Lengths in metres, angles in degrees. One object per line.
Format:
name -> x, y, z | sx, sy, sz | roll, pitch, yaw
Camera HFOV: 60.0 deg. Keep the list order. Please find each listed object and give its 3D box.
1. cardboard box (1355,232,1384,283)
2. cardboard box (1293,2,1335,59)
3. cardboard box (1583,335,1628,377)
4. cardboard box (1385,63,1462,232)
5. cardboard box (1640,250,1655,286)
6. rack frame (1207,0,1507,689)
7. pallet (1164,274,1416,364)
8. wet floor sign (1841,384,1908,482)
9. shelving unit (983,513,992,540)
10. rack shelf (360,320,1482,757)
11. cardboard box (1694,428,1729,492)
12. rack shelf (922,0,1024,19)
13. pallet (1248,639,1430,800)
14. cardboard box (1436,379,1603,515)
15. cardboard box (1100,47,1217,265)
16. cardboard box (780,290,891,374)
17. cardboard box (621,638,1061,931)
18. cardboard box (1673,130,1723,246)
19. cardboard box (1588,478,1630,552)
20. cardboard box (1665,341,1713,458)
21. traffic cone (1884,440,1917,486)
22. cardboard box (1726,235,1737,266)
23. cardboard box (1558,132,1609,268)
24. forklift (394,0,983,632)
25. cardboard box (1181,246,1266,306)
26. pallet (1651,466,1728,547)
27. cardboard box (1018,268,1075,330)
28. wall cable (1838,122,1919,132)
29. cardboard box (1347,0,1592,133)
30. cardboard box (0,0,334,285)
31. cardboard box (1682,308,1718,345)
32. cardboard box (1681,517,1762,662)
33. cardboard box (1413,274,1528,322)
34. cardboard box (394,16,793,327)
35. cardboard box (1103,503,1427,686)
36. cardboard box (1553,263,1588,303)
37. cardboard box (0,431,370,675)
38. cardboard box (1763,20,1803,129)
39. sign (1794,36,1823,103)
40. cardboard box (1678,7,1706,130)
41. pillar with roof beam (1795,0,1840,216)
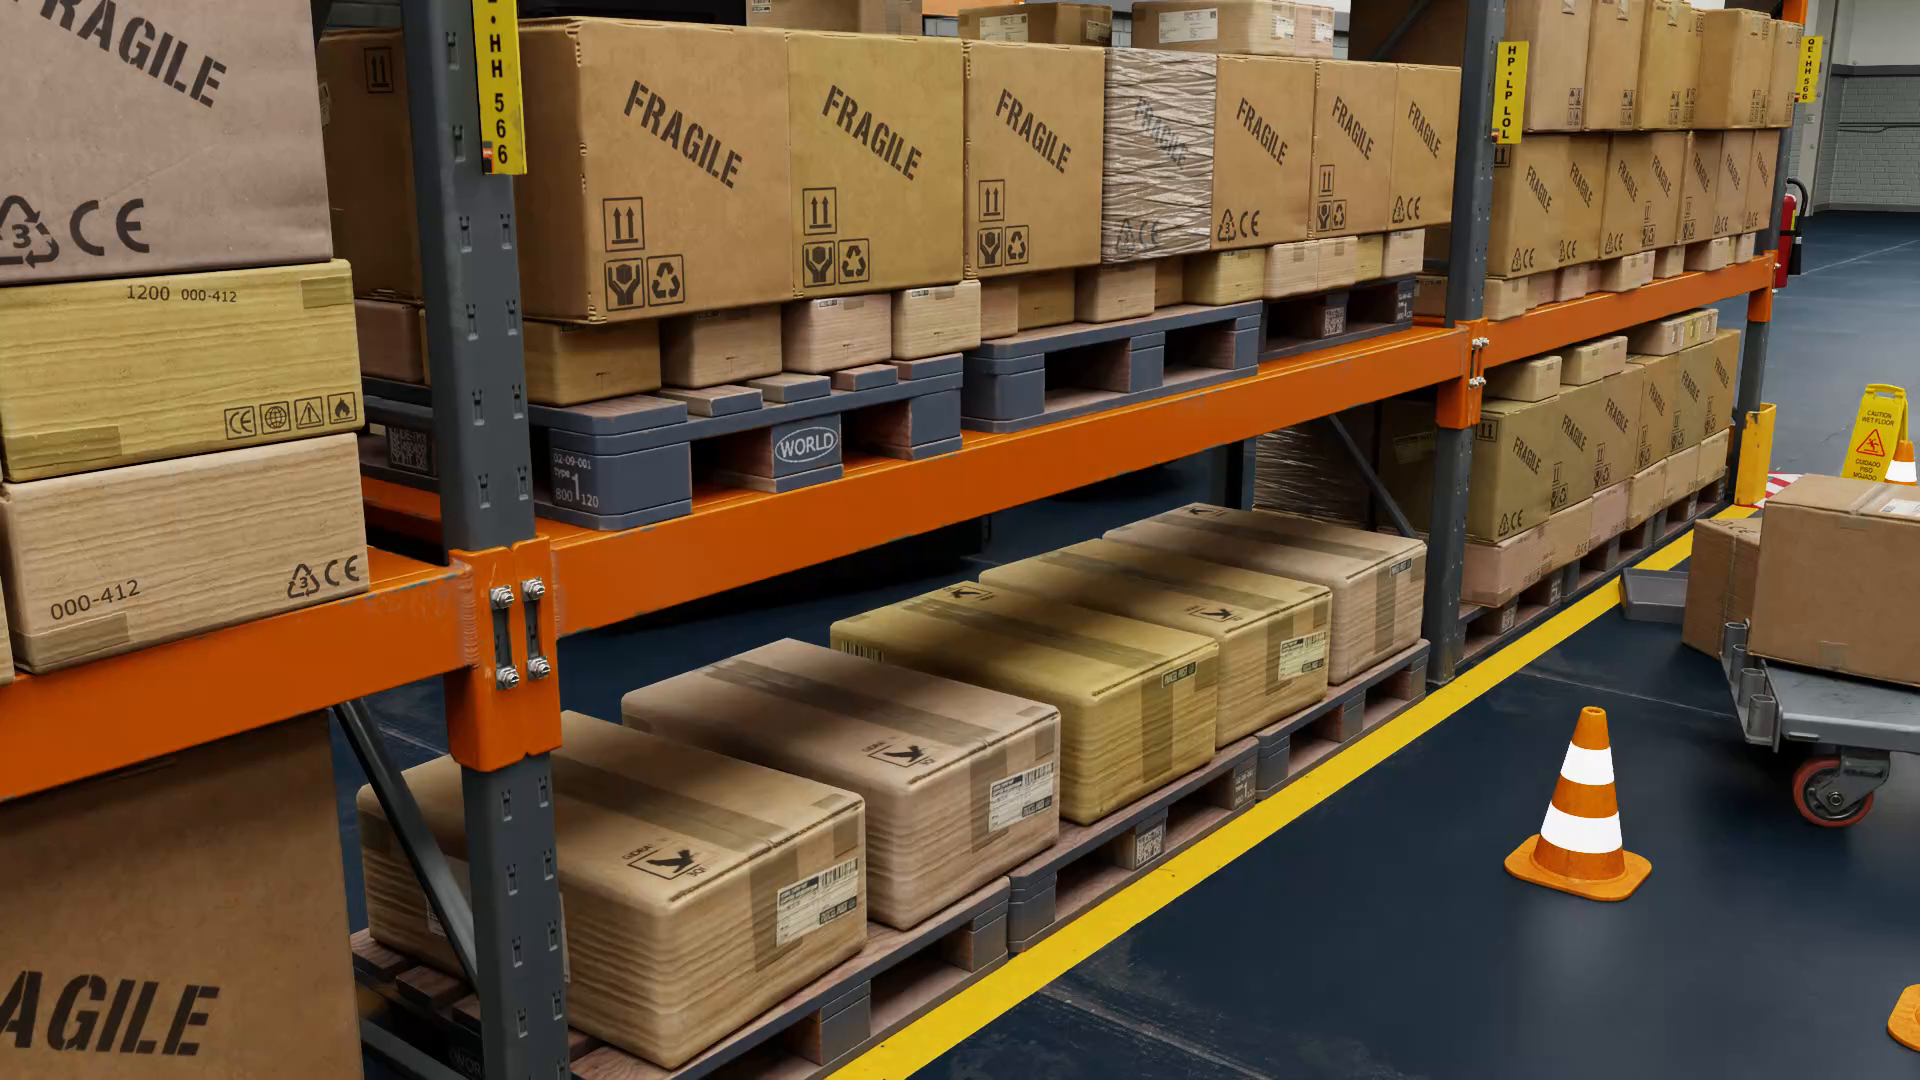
cardboard box -> 1.099, -0.898, 5.223 | 0.380, 0.149, 0.250 | 11, 18, 36
cardboard box -> 0.850, -1.459, 4.795 | 0.380, 0.149, 0.250 | 11, 18, 36
cardboard box -> 2.582, -0.791, 7.034 | 0.380, 0.149, 0.250 | 13, 19, 41
cardboard box -> 1.275, -1.278, 5.400 | 0.500, 0.500, 0.500 | 11, 18, 37
cardboard box -> 2.783, -1.190, 7.227 | 0.380, 0.149, 0.250 | 11, 18, 37
rack frame -> 1.387, -1.005, 5.988 | 1.000, 3.000, 0.127 | 11, 18, 38
pallet -> 0.794, -0.789, 5.524 | 1.003, 0.211, 1.213 | 11, 18, 38
wet floor sign -> 4.853, -0.501, 8.785 | 0.232, 0.644, 0.267 | -8, 17, -30
shelving unit -> -0.004, -0.435, 8.006 | 0.258, 0.900, 0.210 | 11, 18, 38
rack shelf -> 0.130, -0.274, 4.569 | 1.077, 0.370, 4.000 | 11, 18, 38
cardboard box -> 3.587, -0.441, 8.499 | 0.500, 0.250, 0.500 | 11, 18, 37
rack shelf -> -1.219, -3.261, 10.236 | 1.077, 0.370, 4.000 | 11, 18, 38
pallet -> 0.899, 0.495, 5.744 | 1.003, 0.211, 1.213 | 11, 18, 38
cardboard box -> 2.295, -0.415, 6.874 | 0.500, 0.500, 0.500 | 12, 19, 40
cardboard box -> 0.307, -0.984, 4.244 | 0.500, 0.500, 0.500 | 10, 18, 35
cardboard box -> -0.366, -0.449, 3.455 | 0.380, 0.149, 0.250 | 10, 17, 34
cardboard box -> -0.306, 0.582, 4.226 | 0.950, 0.372, 0.625 | 11, 18, 36
cardboard box -> 3.139, -1.627, 7.628 | 0.500, 0.500, 0.500 | 11, 18, 37
cardboard box -> 2.626, -0.153, 7.366 | 0.500, 0.250, 0.500 | 11, 18, 37
cardboard box -> 3.275, -0.711, 8.040 | 0.500, 0.500, 0.500 | 12, 19, 40
traffic cone -> 4.634, -0.260, 8.206 | 0.336, 0.463, 0.334 | 11, 18, 38
cardboard box -> 3.582, -1.433, 8.184 | 0.380, 0.149, 0.250 | 11, 18, 37
cardboard box -> 2.178, -1.339, 6.494 | 0.500, 0.500, 0.500 | 11, 18, 37
forklift -> -1.399, -1.197, 6.883 | 3.031, 2.935, 1.130 | -9, 17, -33
cardboard box -> 0.626, -0.753, 4.651 | 0.380, 0.149, 0.250 | 11, 18, 37
pallet -> 3.315, -0.255, 8.699 | 1.003, 0.211, 1.213 | 11, 18, 38
cardboard box -> 0.061, -0.617, 4.115 | 0.380, 0.149, 0.250 | 12, 19, 40
wall cable -> 20.635, -10.052, 35.724 | 3.097, 2.526, 0.112 | 11, 18, 38
cardboard box -> 1.832, -1.733, 6.016 | 0.700, 0.500, 0.500 | 11, 18, 37
cardboard box -> -1.248, -0.633, 2.288 | 0.500, 0.500, 0.500 | 11, 18, 36
cardboard box -> 3.422, -1.046, 8.038 | 0.380, 0.149, 0.250 | 12, 19, 39
cardboard box -> 3.119, 0.210, 6.275 | 0.500, 0.500, 0.500 | -3, 15, -11
cardboard box -> 1.835, -0.894, 6.061 | 0.380, 0.149, 0.250 | 11, 18, 37
cardboard box -> -0.664, -0.686, 3.071 | 0.500, 0.500, 0.500 | 11, 18, 36
cardboard box -> 1.060, 0.166, 5.863 | 0.950, 0.372, 0.625 | 12, 18, 38
cardboard box -> 2.279, -1.048, 6.667 | 0.380, 0.149, 0.250 | 12, 19, 39
cardboard box -> -1.243, -0.030, 2.452 | 0.500, 0.250, 0.500 | 10, 18, 36
cardboard box -> 3.750, -2.317, 8.314 | 0.700, 0.500, 0.500 | 11, 18, 36
sign -> 4.320, -2.396, 8.469 | 0.100, 0.325, 0.005 | 11, 18, 38
cardboard box -> 2.764, -2.034, 7.198 | 0.700, 0.500, 0.500 | 11, 18, 37
pillar with roof beam -> 21.103, -10.532, 31.303 | 9.100, 9.000, 0.400 | 11, 18, 38
